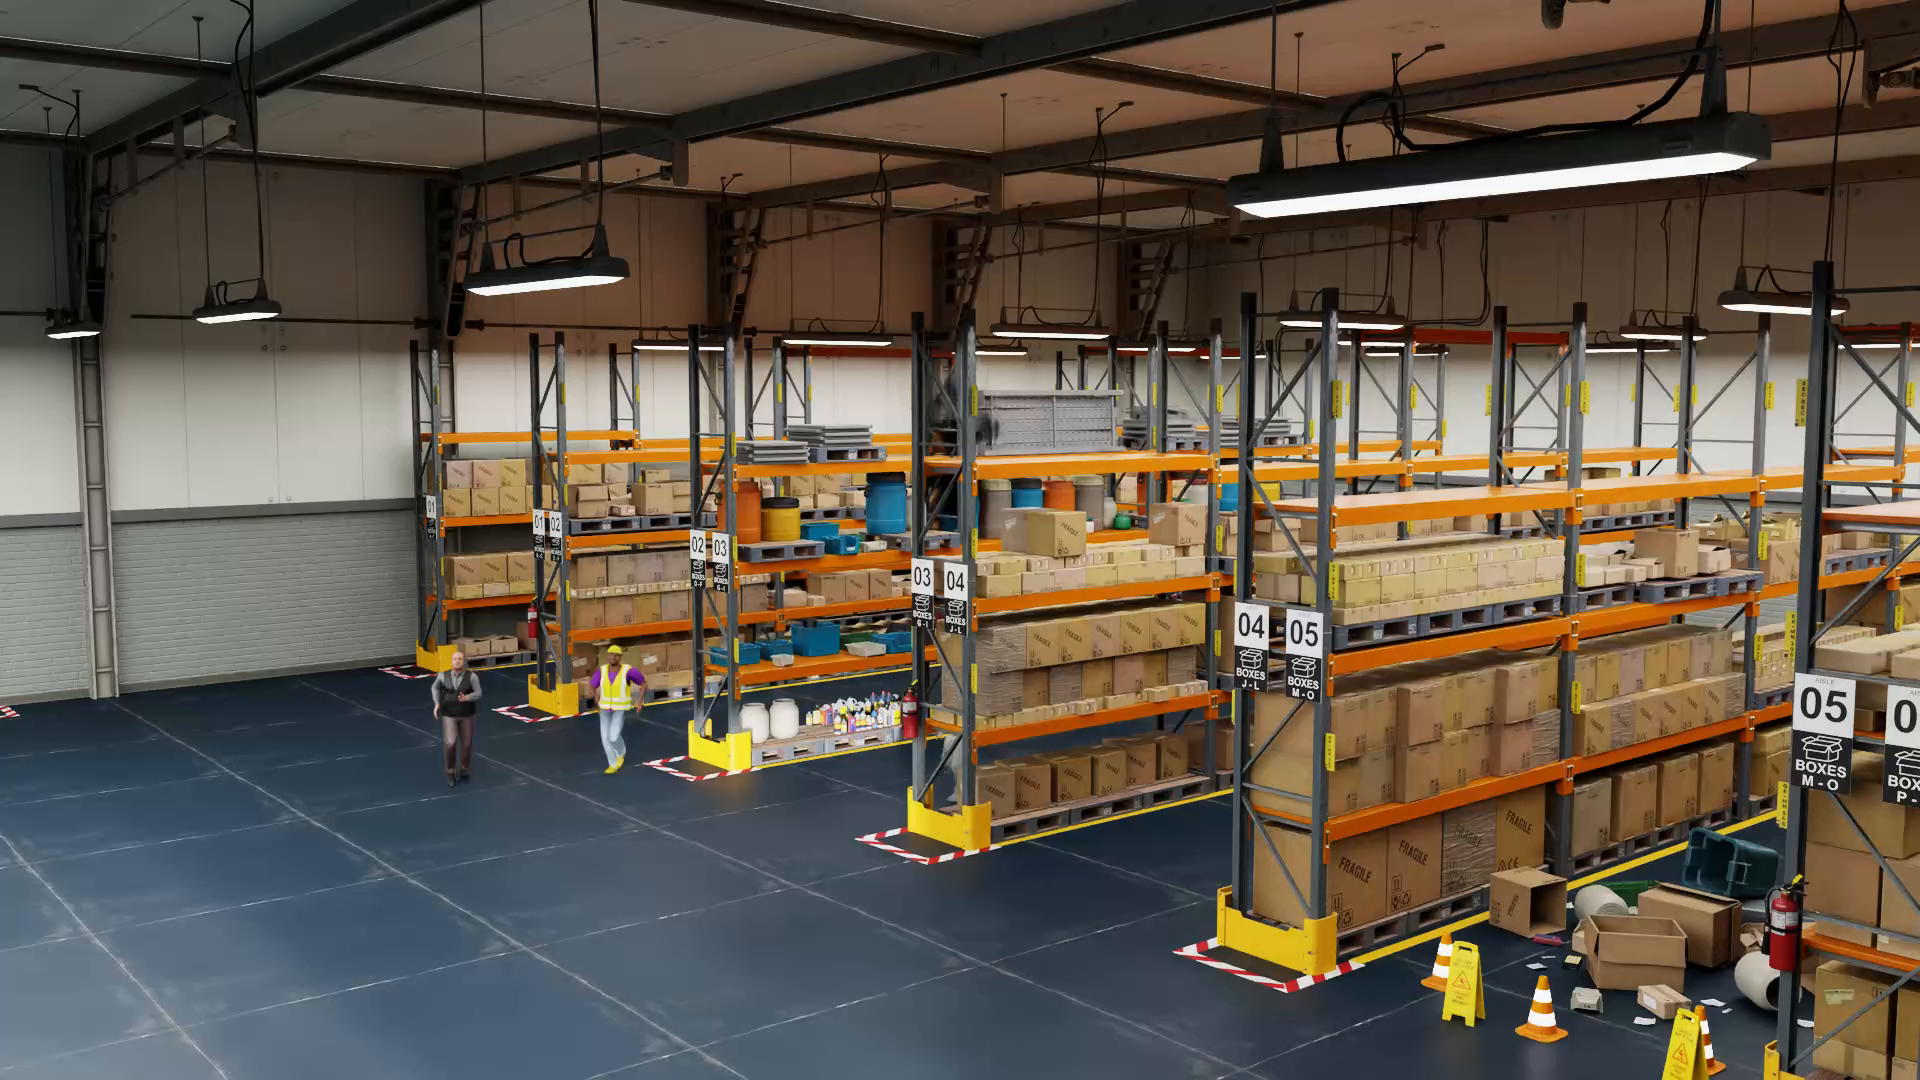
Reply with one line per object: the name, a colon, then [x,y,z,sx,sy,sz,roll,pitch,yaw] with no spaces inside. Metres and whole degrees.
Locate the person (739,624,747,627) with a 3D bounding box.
person: [-4.004,1.456,31.194,0.612,1.644,0.550,5,7,43]

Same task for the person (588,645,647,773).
person: [-4.594,2.258,22.110,0.745,1.730,0.592,1,5,7]

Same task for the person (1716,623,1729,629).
person: [10.940,2.099,23.807,0.943,1.845,0.674,-5,7,-41]

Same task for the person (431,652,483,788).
person: [-6.503,2.323,21.537,0.627,1.754,0.729,-2,6,-18]

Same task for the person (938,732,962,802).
person: [0.022,2.425,20.814,0.615,1.657,0.555,4,7,40]
